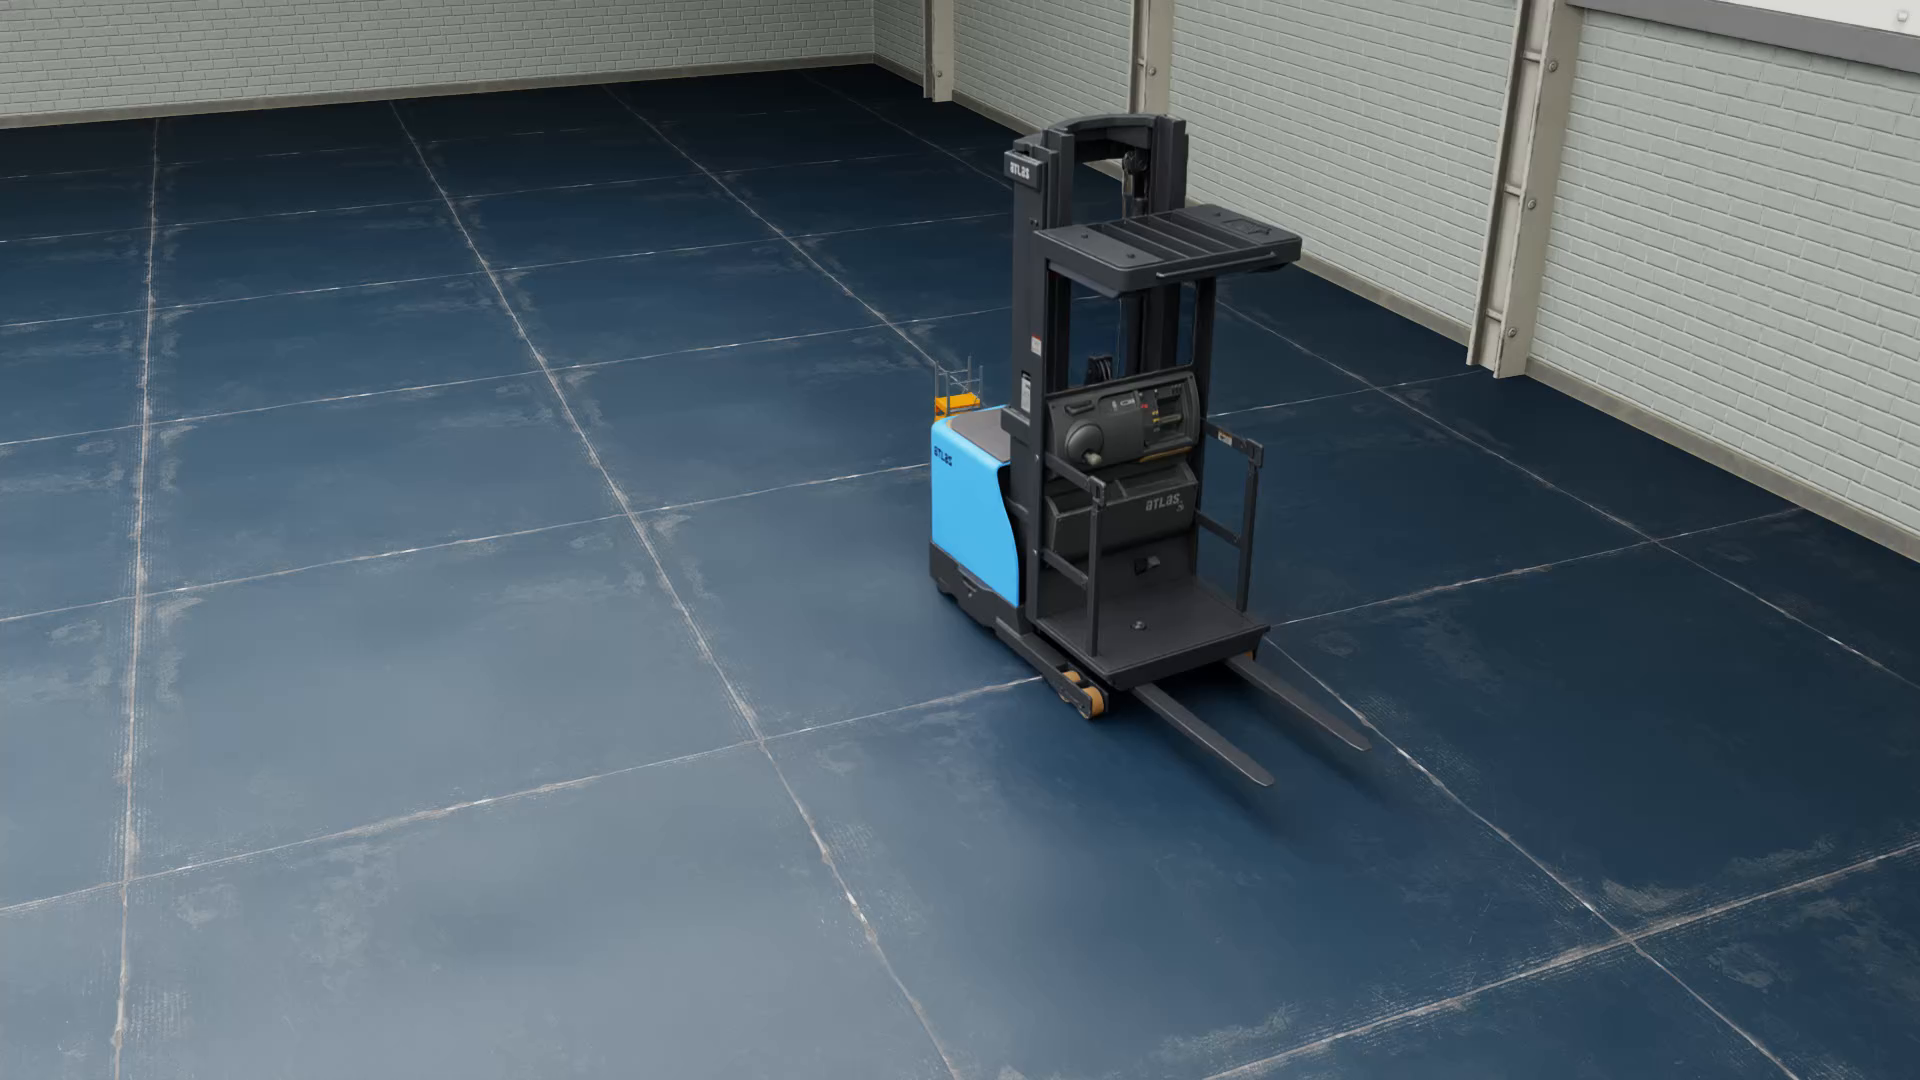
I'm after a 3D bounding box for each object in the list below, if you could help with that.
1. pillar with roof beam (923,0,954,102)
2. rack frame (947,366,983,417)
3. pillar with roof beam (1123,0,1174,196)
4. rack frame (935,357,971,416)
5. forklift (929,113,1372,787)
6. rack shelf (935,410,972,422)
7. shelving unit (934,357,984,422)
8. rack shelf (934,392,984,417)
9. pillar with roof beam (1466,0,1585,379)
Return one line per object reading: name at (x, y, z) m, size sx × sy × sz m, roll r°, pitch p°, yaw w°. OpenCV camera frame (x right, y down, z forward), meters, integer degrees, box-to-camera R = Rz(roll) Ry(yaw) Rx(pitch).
pillar with roof beam at (-4.263, -9.556, 20.066) m, size 9.100 × 9.000 × 0.400 m, roll -11°, pitch 28°, yaw -21°
rack frame at (0.030, -0.508, 10.423) m, size 0.240 × 1.200 × 0.006 m, roll -11°, pitch 28°, yaw -21°
pillar with roof beam at (-1.913, -7.134, 15.104) m, size 9.100 × 9.000 × 0.400 m, roll -11°, pitch 28°, yaw -21°
rack frame at (-0.042, -0.582, 10.574) m, size 0.240 × 1.200 × 0.006 m, roll -11°, pitch 28°, yaw -21°
forklift at (0.983, -0.601, 8.640) m, size 1.130 × 2.935 × 3.031 m, roll -14°, pitch 29°, yaw -26°
rack shelf at (-0.006, -0.721, 10.413) m, size 0.258 × 0.103 × 0.180 m, roll -11°, pitch 28°, yaw -21°
shelving unit at (-0.006, -0.545, 10.499) m, size 0.258 × 1.200 × 0.189 m, roll -11°, pitch 28°, yaw -21°
rack shelf at (-0.006, -0.829, 10.360) m, size 0.258 × 0.103 × 0.180 m, roll -11°, pitch 28°, yaw -21°
pillar with roof beam at (0.437, -4.712, 10.143) m, size 9.100 × 9.000 × 0.400 m, roll -11°, pitch 28°, yaw -21°
